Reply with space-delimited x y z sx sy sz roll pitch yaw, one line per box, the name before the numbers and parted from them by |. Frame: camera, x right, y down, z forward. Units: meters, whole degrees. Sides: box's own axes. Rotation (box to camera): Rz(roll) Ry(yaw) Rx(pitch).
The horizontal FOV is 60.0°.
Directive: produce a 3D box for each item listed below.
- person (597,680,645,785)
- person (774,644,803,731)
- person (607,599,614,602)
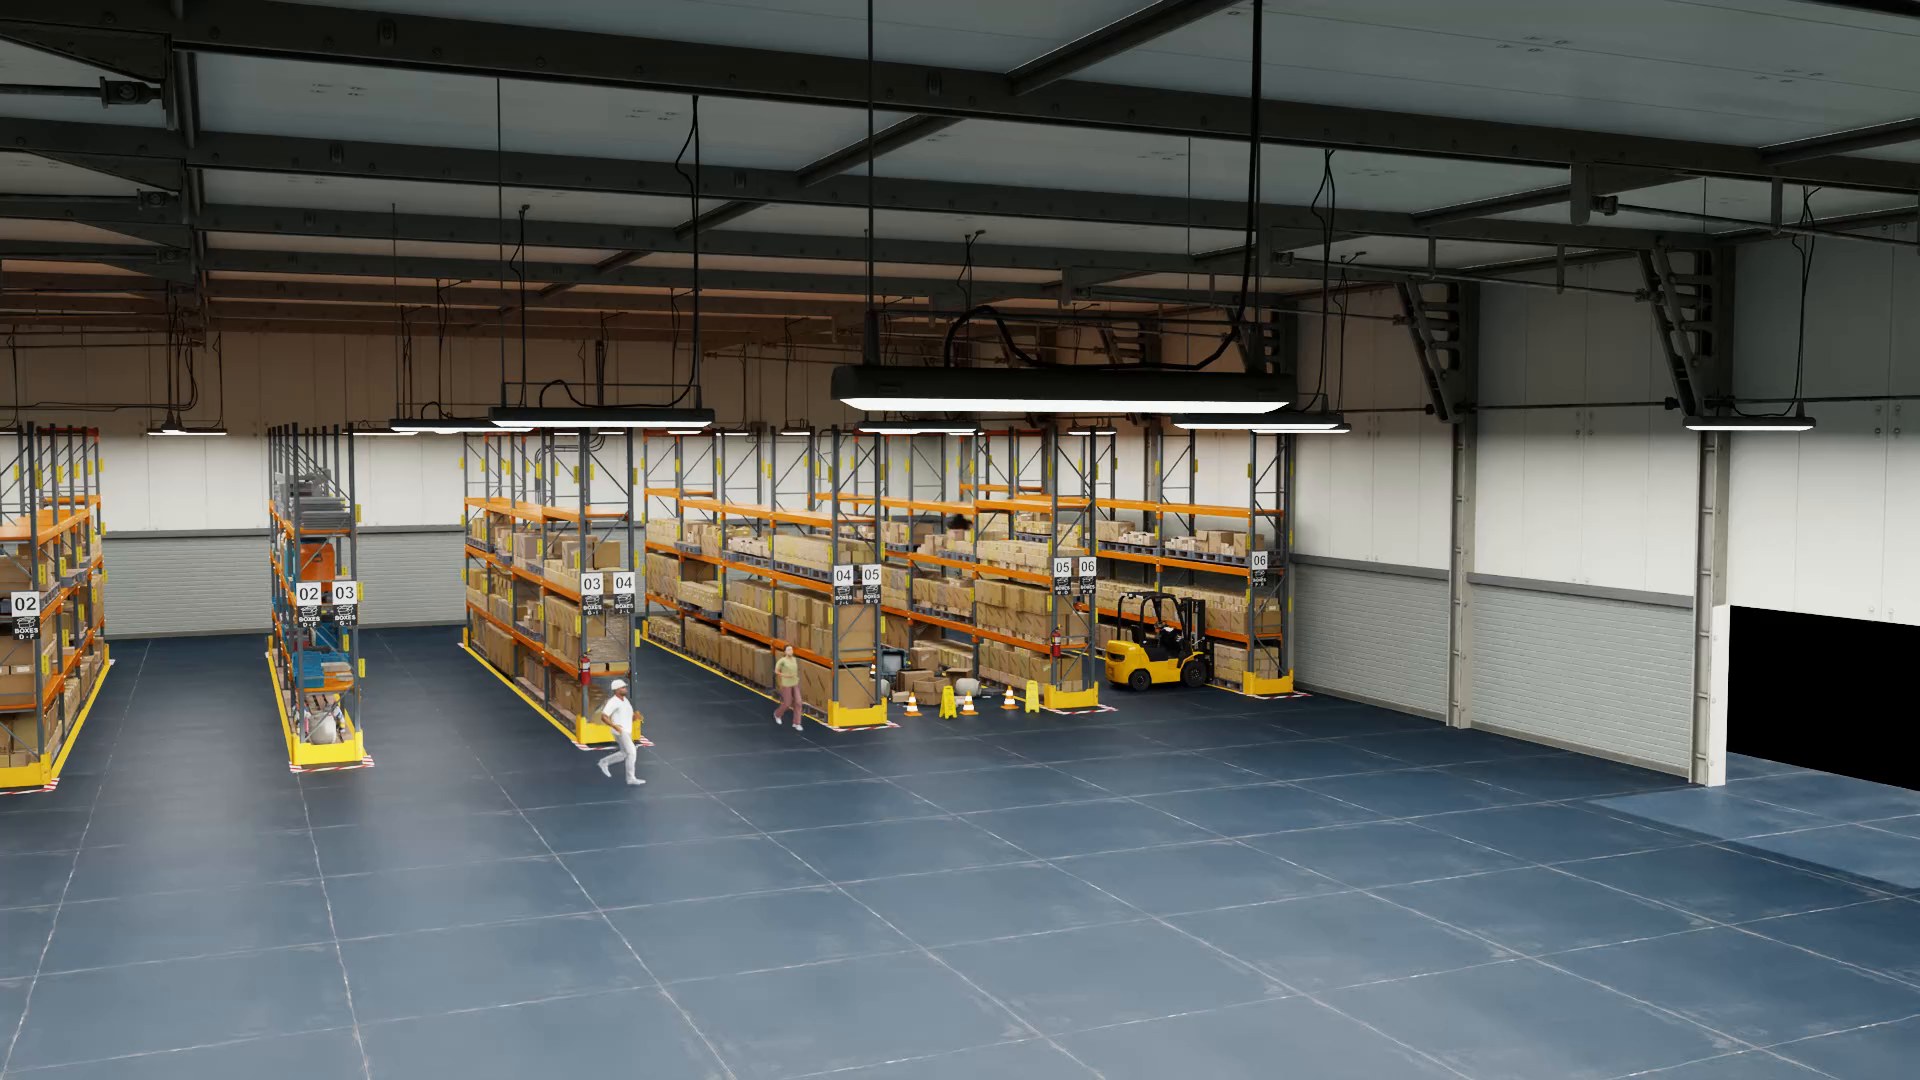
person | -5.620 3.175 27.484 0.856 1.738 0.714 1 4 8
person | -3.390 2.892 32.798 0.585 1.685 0.804 -3 4 -39
person | -10.420 1.994 47.829 0.786 1.602 0.849 3 5 45
